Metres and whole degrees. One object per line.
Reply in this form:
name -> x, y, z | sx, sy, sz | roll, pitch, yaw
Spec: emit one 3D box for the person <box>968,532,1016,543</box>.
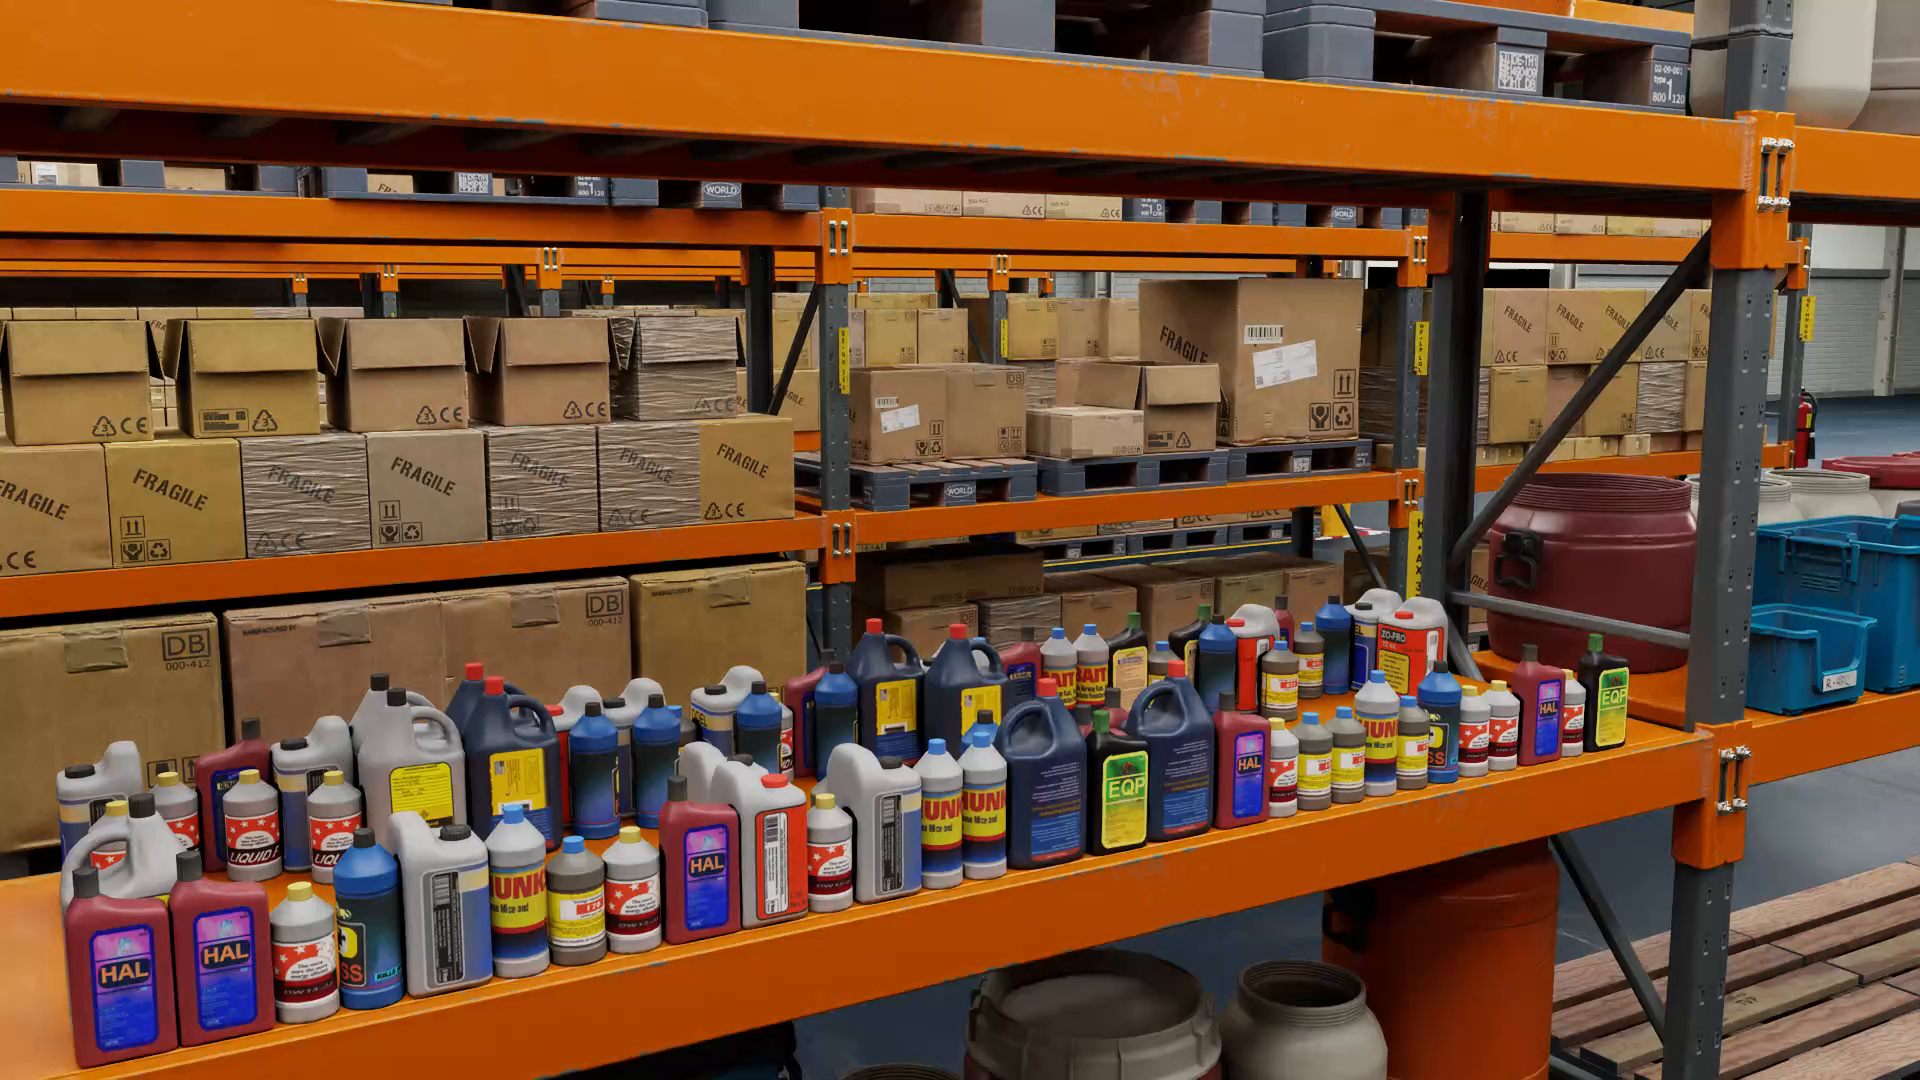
person -> 0.243, -0.176, 12.118 | 0.413, 1.638, 0.541 | -5, 10, -31
